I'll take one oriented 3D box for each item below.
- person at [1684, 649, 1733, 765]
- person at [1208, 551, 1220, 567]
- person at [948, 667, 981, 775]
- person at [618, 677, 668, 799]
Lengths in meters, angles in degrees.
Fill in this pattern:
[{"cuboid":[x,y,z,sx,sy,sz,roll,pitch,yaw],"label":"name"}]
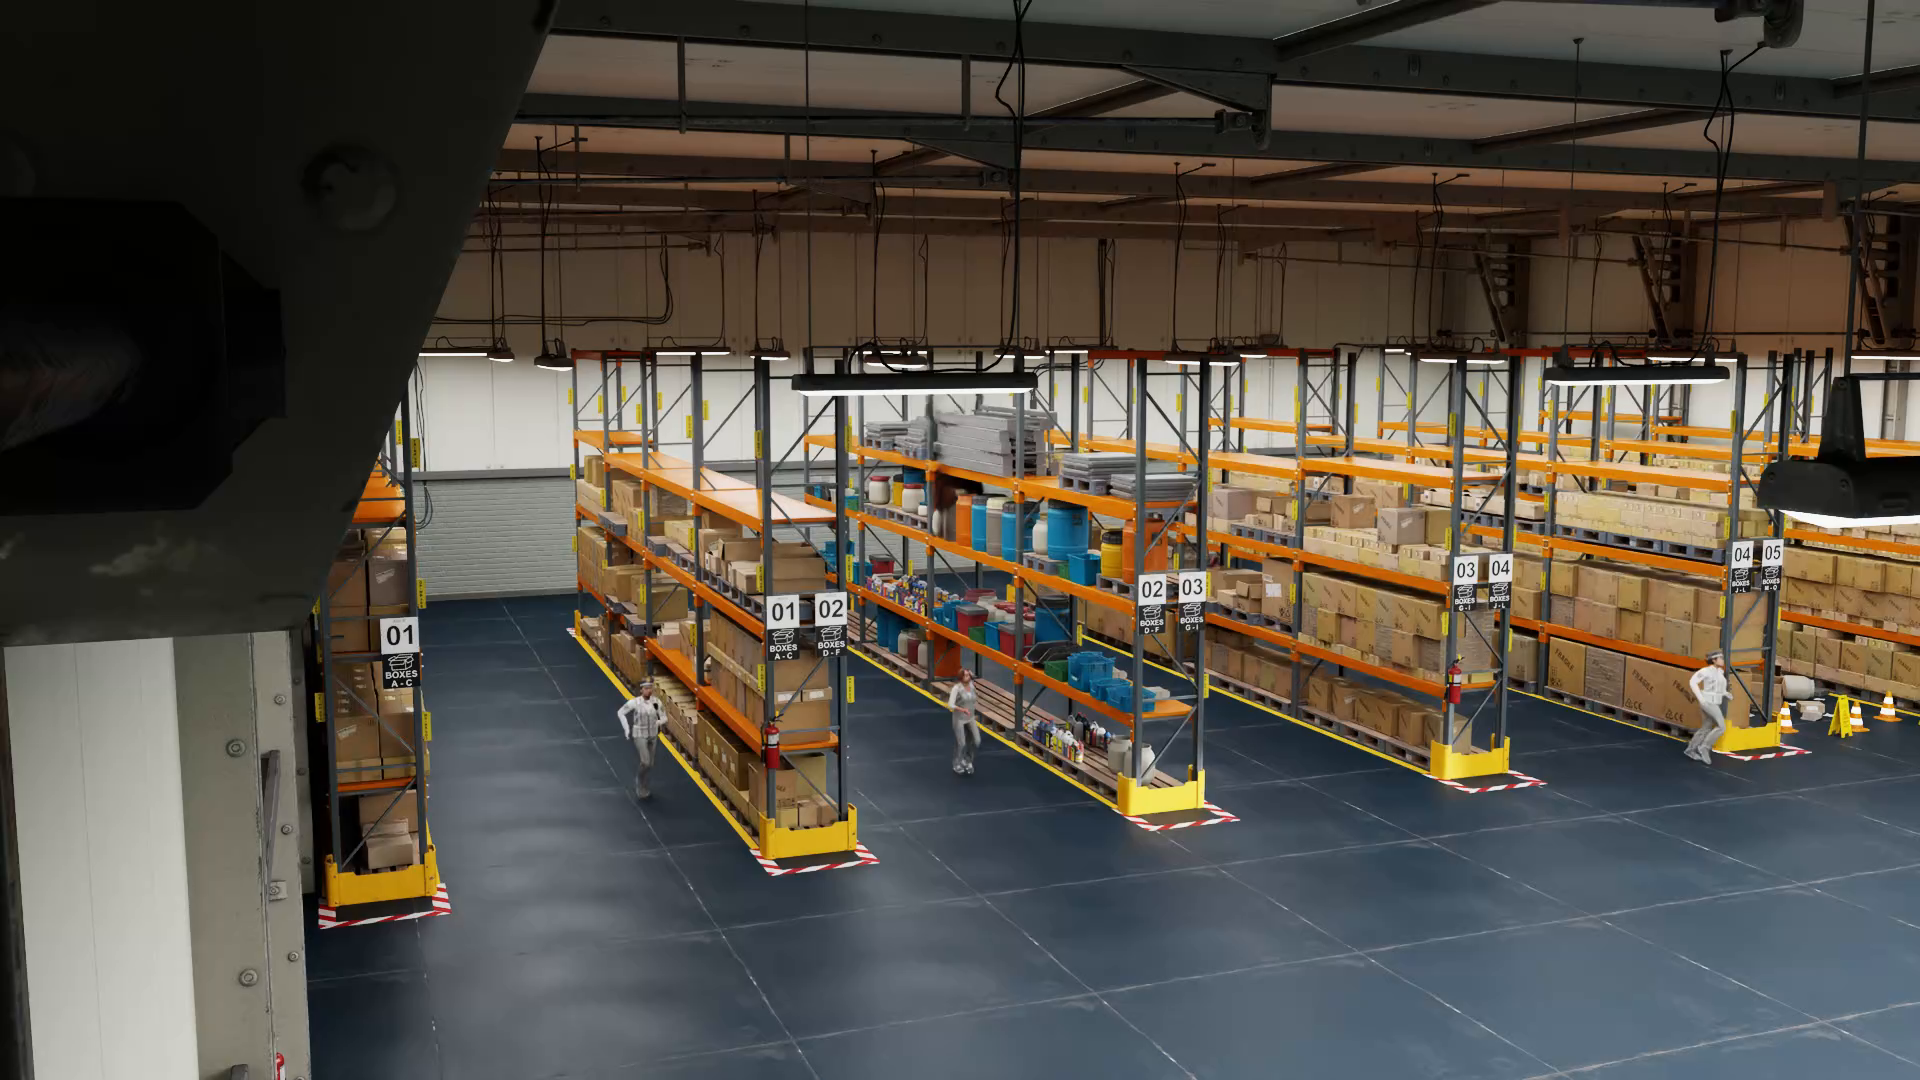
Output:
[{"cuboid":[11.136,2.457,24.648,0.600,1.683,0.551,7,10,44],"label":"person"},{"cuboid":[6.558,0.348,41.788,0.591,1.552,0.764,1,7,5],"label":"person"},{"cuboid":[0.069,2.597,23.758,0.530,1.575,0.631,-4,8,-30],"label":"person"},{"cuboid":[-4.258,2.689,22.590,0.598,1.665,0.611,-5,8,-33],"label":"person"}]
